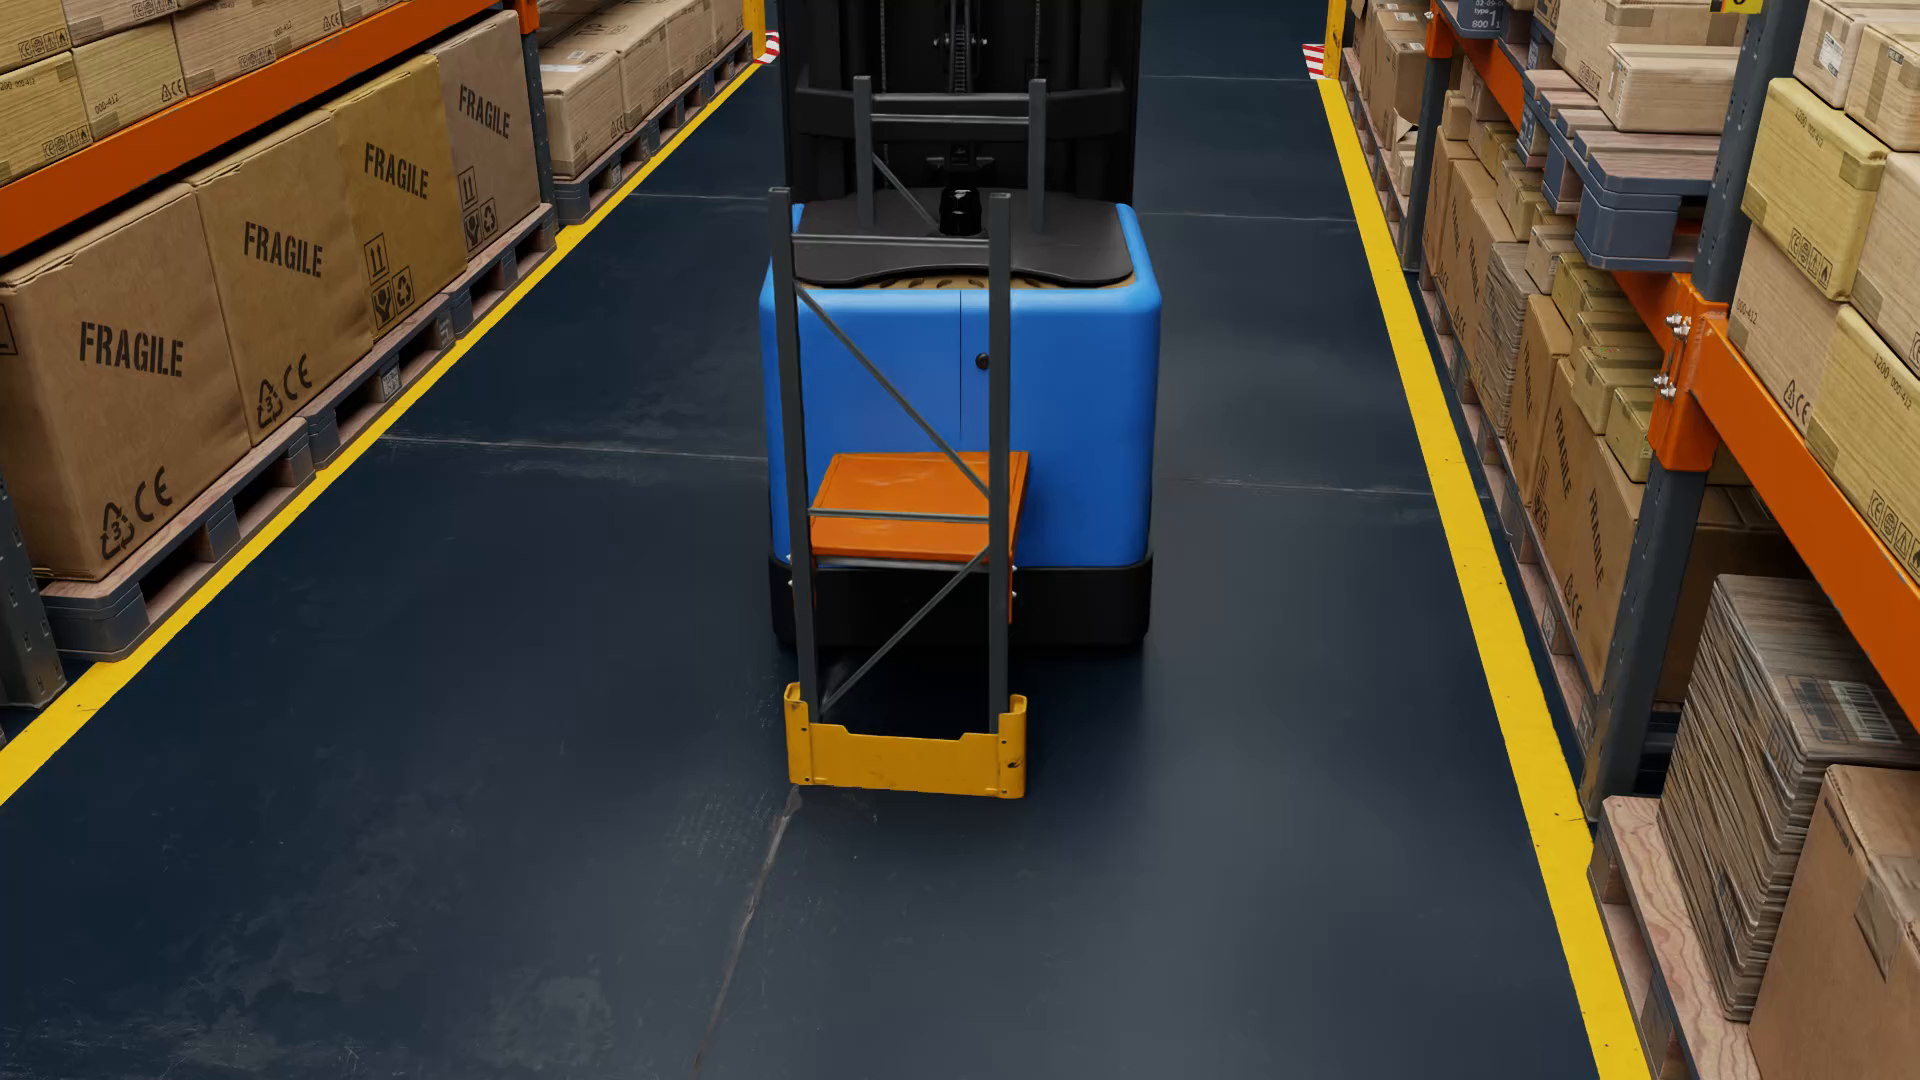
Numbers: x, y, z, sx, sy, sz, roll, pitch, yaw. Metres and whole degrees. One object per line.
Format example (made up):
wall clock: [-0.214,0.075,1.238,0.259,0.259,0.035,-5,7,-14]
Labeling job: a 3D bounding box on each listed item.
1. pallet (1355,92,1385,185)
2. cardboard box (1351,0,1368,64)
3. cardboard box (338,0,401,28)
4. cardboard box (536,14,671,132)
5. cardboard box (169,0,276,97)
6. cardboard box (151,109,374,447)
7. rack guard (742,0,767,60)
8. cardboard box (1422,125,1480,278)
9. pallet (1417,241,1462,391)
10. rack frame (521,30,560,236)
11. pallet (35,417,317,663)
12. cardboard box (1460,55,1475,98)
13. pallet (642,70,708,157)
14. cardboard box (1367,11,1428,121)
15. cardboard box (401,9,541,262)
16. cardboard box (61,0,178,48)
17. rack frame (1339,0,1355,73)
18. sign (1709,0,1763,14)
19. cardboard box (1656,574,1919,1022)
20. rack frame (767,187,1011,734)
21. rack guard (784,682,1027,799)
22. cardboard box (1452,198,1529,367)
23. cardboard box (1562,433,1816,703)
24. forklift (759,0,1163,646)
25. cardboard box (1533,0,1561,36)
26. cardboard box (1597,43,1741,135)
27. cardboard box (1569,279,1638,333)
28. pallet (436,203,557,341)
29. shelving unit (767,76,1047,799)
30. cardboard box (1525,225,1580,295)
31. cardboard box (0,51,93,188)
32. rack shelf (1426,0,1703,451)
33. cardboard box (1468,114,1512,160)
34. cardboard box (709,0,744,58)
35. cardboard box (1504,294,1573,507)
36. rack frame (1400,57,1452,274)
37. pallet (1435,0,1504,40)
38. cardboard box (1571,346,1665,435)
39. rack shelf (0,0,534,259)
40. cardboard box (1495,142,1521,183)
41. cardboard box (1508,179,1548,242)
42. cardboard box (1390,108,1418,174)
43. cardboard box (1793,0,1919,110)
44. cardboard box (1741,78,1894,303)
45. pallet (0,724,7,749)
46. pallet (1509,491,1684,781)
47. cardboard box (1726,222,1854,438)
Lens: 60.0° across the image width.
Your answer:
pallet: [2.728,-2.191,9.094,1.003,0.211,1.213,3,28,6]
cardboard box: [2.817,-3.206,10.227,0.797,0.503,0.637,2,28,4]
cardboard box: [-2.380,-2.038,6.028,0.500,0.250,0.500,3,28,5]
cardboard box: [-2.138,-2.574,9.123,0.875,0.438,0.875,3,28,5]
cardboard box: [-2.496,-1.562,5.145,0.500,0.250,0.500,4,29,8]
cardboard box: [-2.641,-0.912,5.578,0.875,0.875,0.875,4,29,7]
rack guard: [-1.938,-3.600,11.404,1.175,0.500,0.348,3,28,6]
cardboard box: [2.213,-1.389,6.858,0.500,0.500,0.500,5,29,8]
pallet: [2.434,-0.906,6.710,1.003,0.211,1.213,3,28,6]
rack frame: [-2.431,-2.806,7.296,1.000,3.000,0.127,3,28,6]
pallet: [-2.750,-0.062,5.143,1.003,0.211,1.213,3,28,6]
cardboard box: [2.248,-1.863,6.741,0.380,0.149,0.250,3,28,5]
pallet: [-2.113,-2.508,9.682,1.003,0.211,1.213,3,28,6]
cardboard box: [2.510,-2.561,9.034,0.500,0.500,0.500,4,29,7]
cardboard box: [-2.428,-1.759,7.150,0.875,0.875,0.875,4,29,8]
cardboard box: [-2.549,-1.545,4.585,0.500,0.250,0.500,4,29,7]
rack frame: [2.986,-4.402,10.258,1.000,3.000,0.127,3,28,6]
sign: [1.466,-1.138,3.063,0.100,0.325,0.005,3,28,6]
cardboard box: [1.916,0.517,3.189,0.875,0.625,0.625,4,29,8]
rack frame: [-0.139,-0.051,3.758,0.500,1.500,0.032,3,28,6]
rack guard: [-0.131,0.490,4.071,0.587,0.250,0.087,3,28,6]
cardboard box: [2.092,-0.903,5.956,0.500,0.500,0.500,3,28,5]
cardboard box: [1.844,0.068,4.154,0.500,0.500,0.500,4,29,8]
forklift: [-0.002,-1.656,5.233,1.130,2.935,3.031,0,28,0]
cardboard box: [2.022,-1.646,4.591,0.797,0.503,0.637,3,28,5]
cardboard box: [1.705,-1.042,3.844,0.380,0.149,0.250,4,29,7]
cardboard box: [1.971,-0.627,4.760,0.380,0.149,0.250,4,29,8]
pallet: [-2.451,-1.211,7.275,1.003,0.211,1.213,3,28,6]
shelving unit: [-0.079,-0.295,4.210,0.587,1.500,1.083,3,28,6]
cardboard box: [2.005,-0.876,5.222,0.380,0.149,0.250,2,28,4]
cardboard box: [-2.611,-1.073,4.237,0.500,0.250,0.500,3,28,5]
rack shelf: [2.251,-1.261,5.187,1.077,0.370,4.000,3,28,6]
cardboard box: [2.231,-1.601,6.568,0.380,0.149,0.250,3,28,5]
cardboard box: [-1.922,-3.429,10.711,0.875,0.438,0.875,2,28,4]
cardboard box: [1.977,-0.414,5.048,0.500,0.500,0.500,5,29,8]
rack frame: [2.496,-2.519,6.763,1.000,3.000,0.127,3,28,6]
pallet: [2.290,-2.065,6.123,1.003,0.211,1.213,3,28,6]
cardboard box: [1.818,-0.384,4.309,0.380,0.149,0.250,2,28,4]
rack shelf: [-2.676,-1.548,5.719,1.077,0.370,4.000,3,28,6]
cardboard box: [2.190,-1.350,6.101,0.380,0.149,0.250,3,28,5]
cardboard box: [2.090,-1.118,5.671,0.380,0.149,0.250,4,29,8]
cardboard box: [2.316,-1.948,8.143,0.396,0.266,0.258,4,29,8]
cardboard box: [1.674,-0.833,2.844,0.380,0.149,0.250,4,29,8]
cardboard box: [1.684,-0.597,2.827,0.500,0.250,0.500,3,28,6]
pallet: [-3.018,0.672,3.779,1.003,0.211,1.213,3,28,6]
pallet: [2.135,0.242,4.578,1.003,0.211,1.213,3,28,6]
cardboard box: [1.709,-0.376,2.943,0.500,0.250,0.500,3,29,6]
